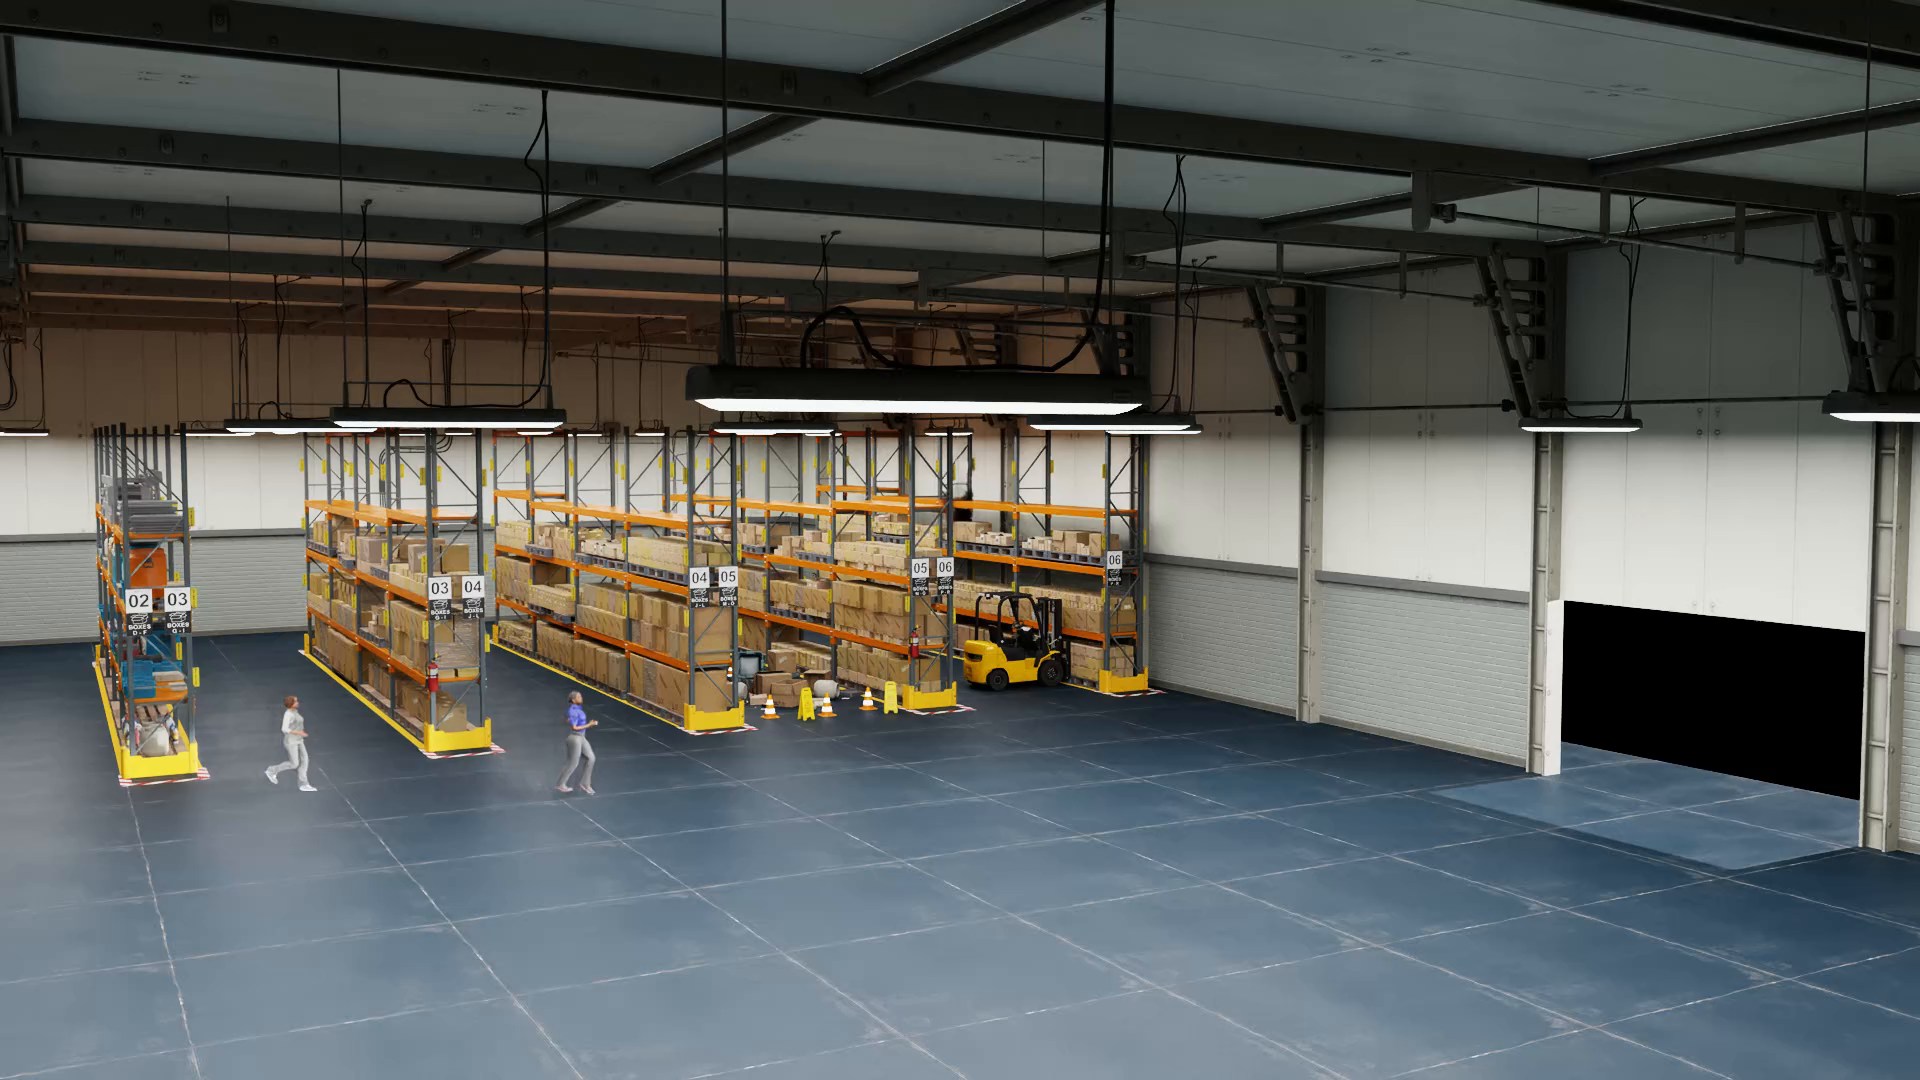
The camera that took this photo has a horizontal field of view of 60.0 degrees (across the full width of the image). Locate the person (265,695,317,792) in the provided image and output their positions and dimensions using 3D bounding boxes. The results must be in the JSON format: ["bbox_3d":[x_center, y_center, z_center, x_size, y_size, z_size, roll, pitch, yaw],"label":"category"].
[{"bbox_3d":[-10.855,3.306,26.977,0.790,1.577,0.536,0,3,-3],"label":"person"}]

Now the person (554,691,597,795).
[{"bbox_3d":[-6.164,3.278,26.756,0.714,1.715,0.556,0,3,2],"label":"person"}]

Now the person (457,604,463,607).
[{"bbox_3d":[-14.017,2.134,45.807,0.634,1.637,0.638,0,3,-4],"label":"person"}]
